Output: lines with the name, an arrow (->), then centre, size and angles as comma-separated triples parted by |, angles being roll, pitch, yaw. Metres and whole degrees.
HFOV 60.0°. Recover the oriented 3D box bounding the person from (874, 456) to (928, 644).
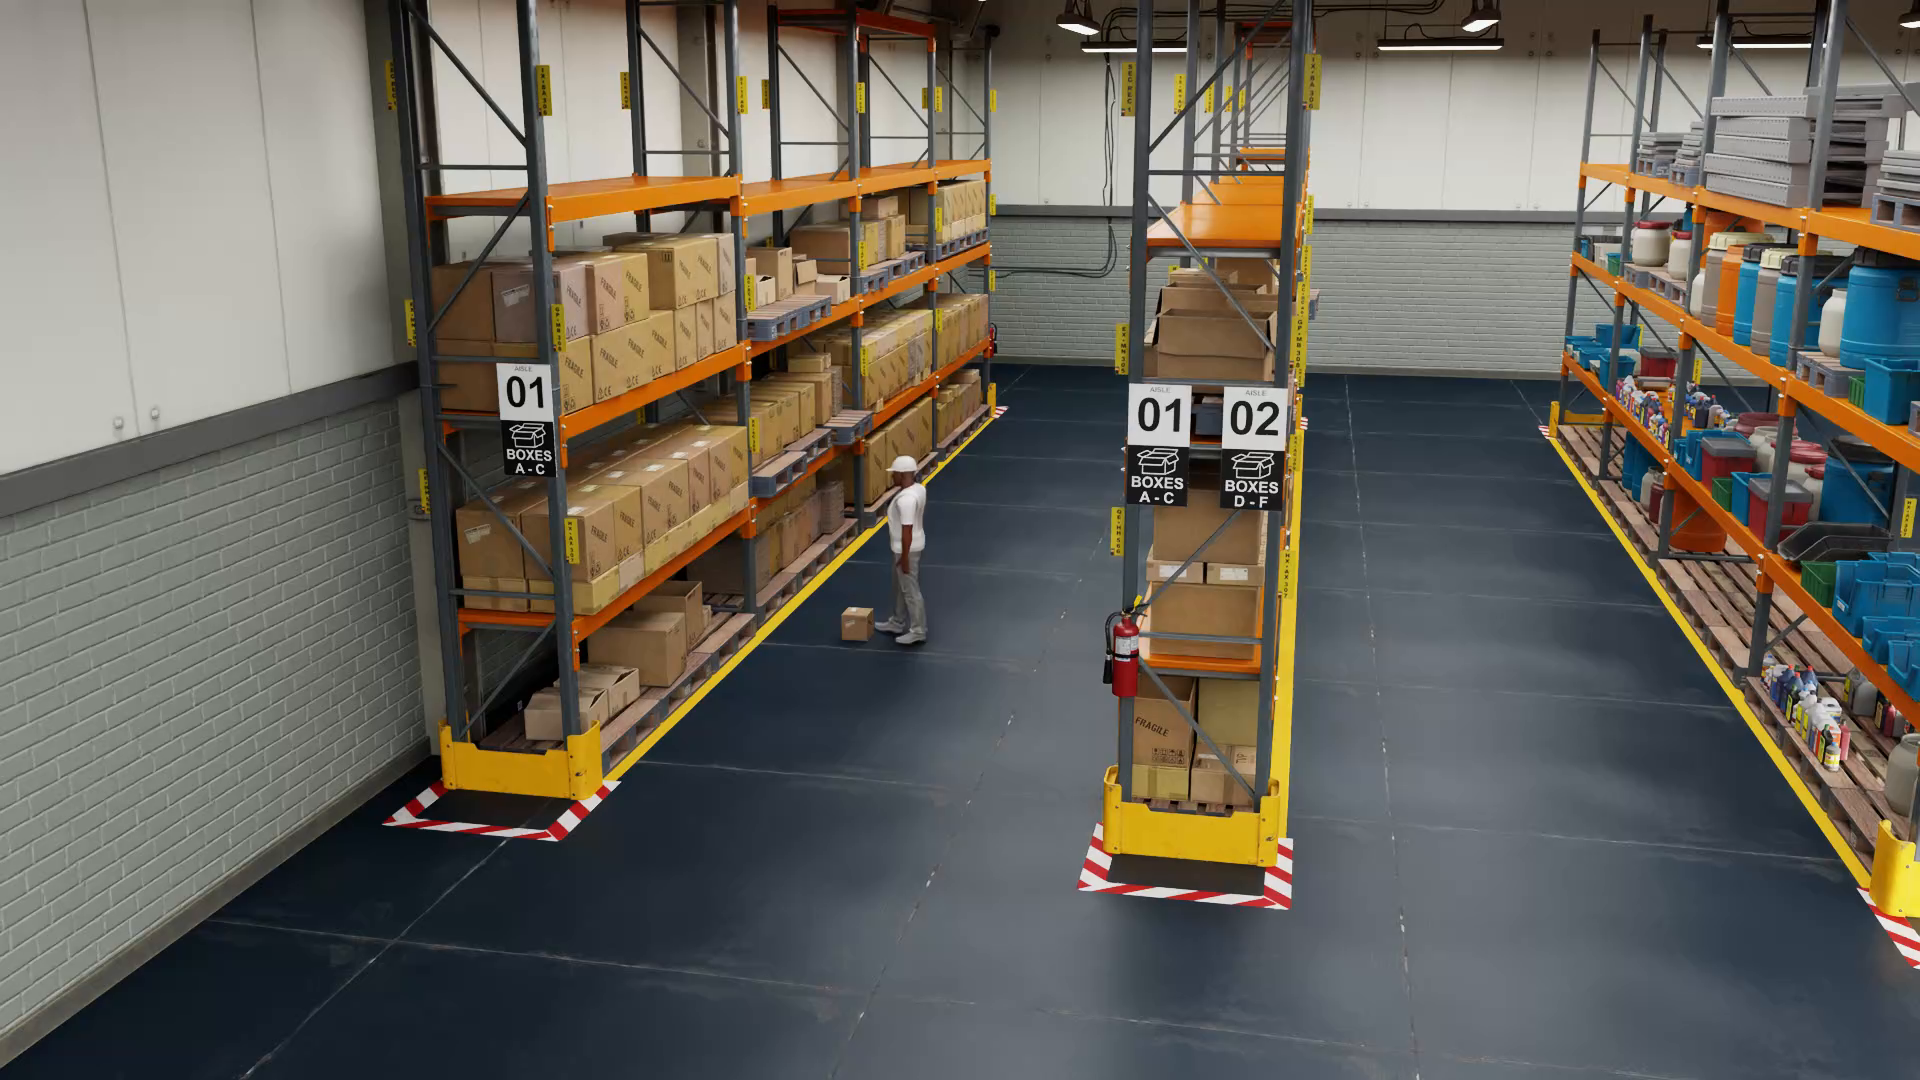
person -> -0.582, 0.073, 15.624 | 0.570, 1.764, 0.630 | 2, 15, 6
